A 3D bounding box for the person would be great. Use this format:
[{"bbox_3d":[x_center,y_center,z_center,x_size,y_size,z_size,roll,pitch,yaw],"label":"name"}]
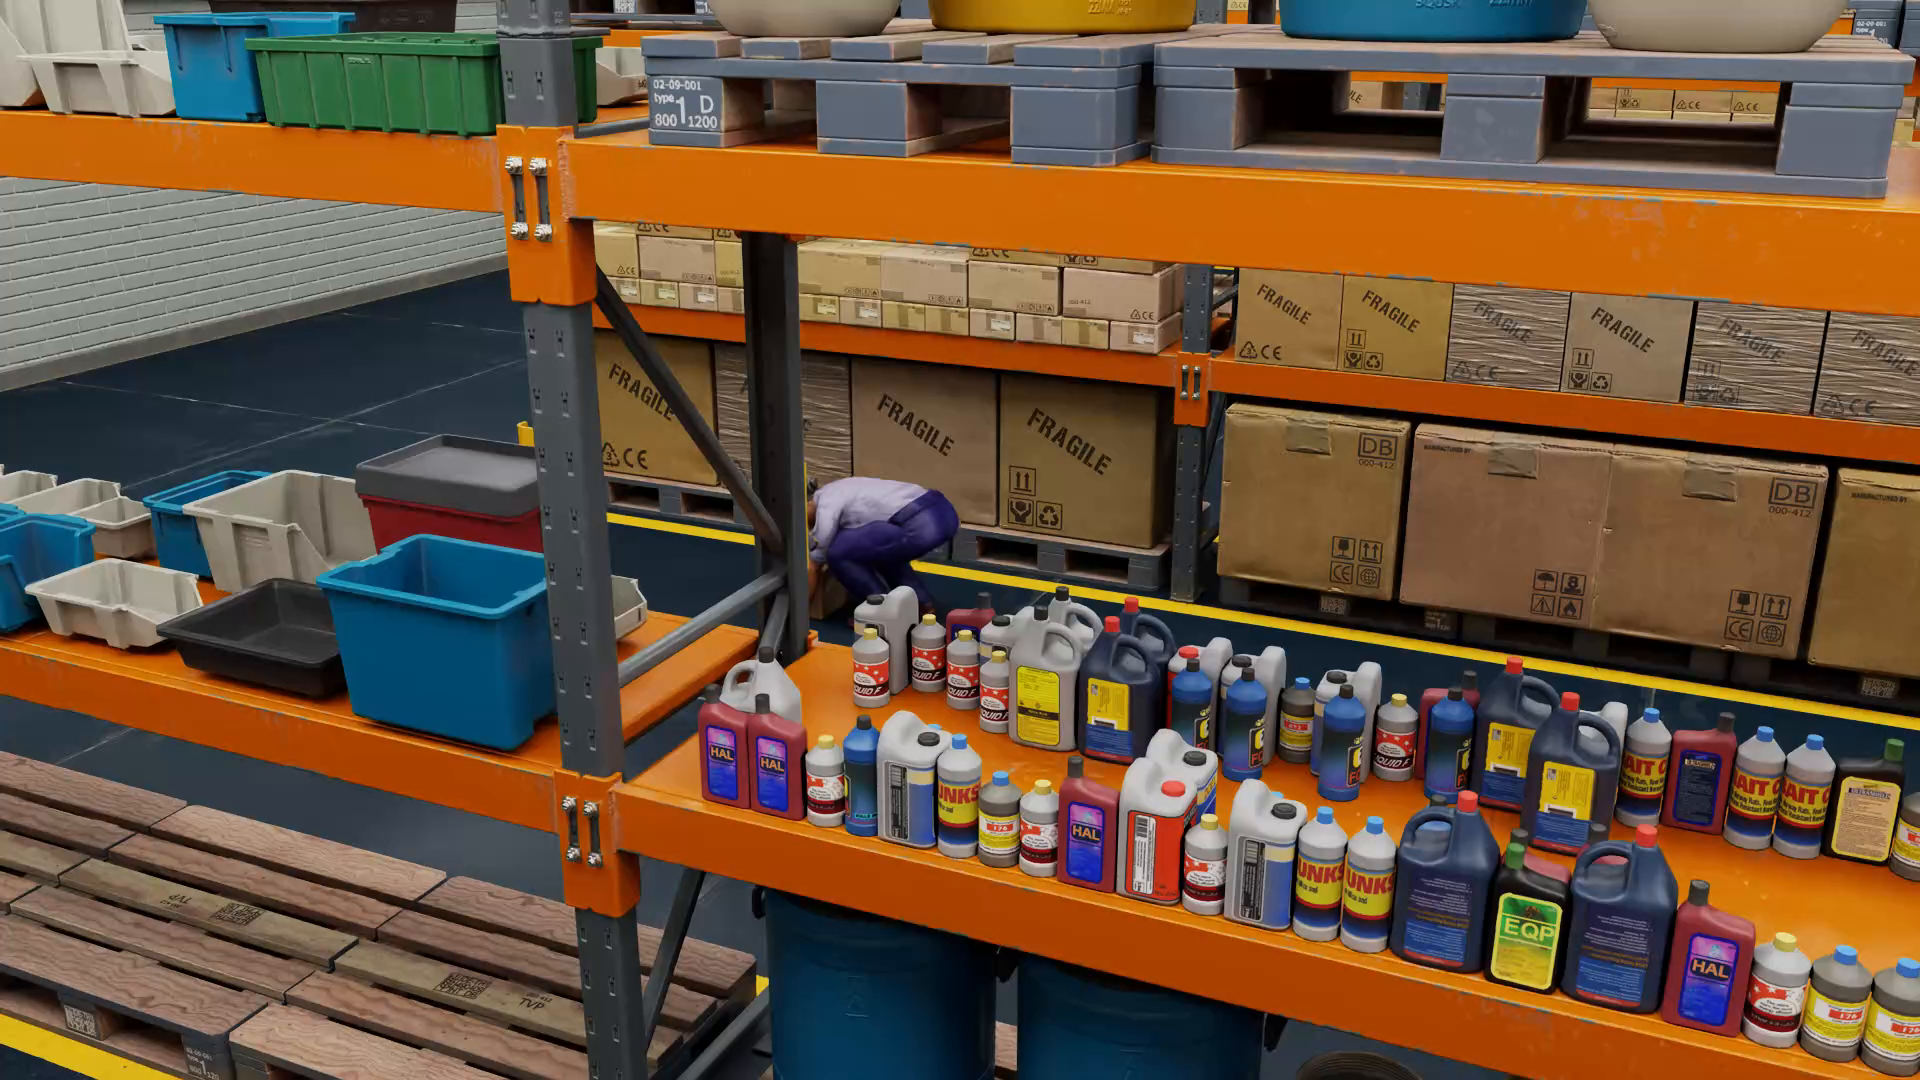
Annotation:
[{"bbox_3d":[-0.463,0.039,8.336,0.905,0.783,0.507,8,21,21],"label":"person"}]
